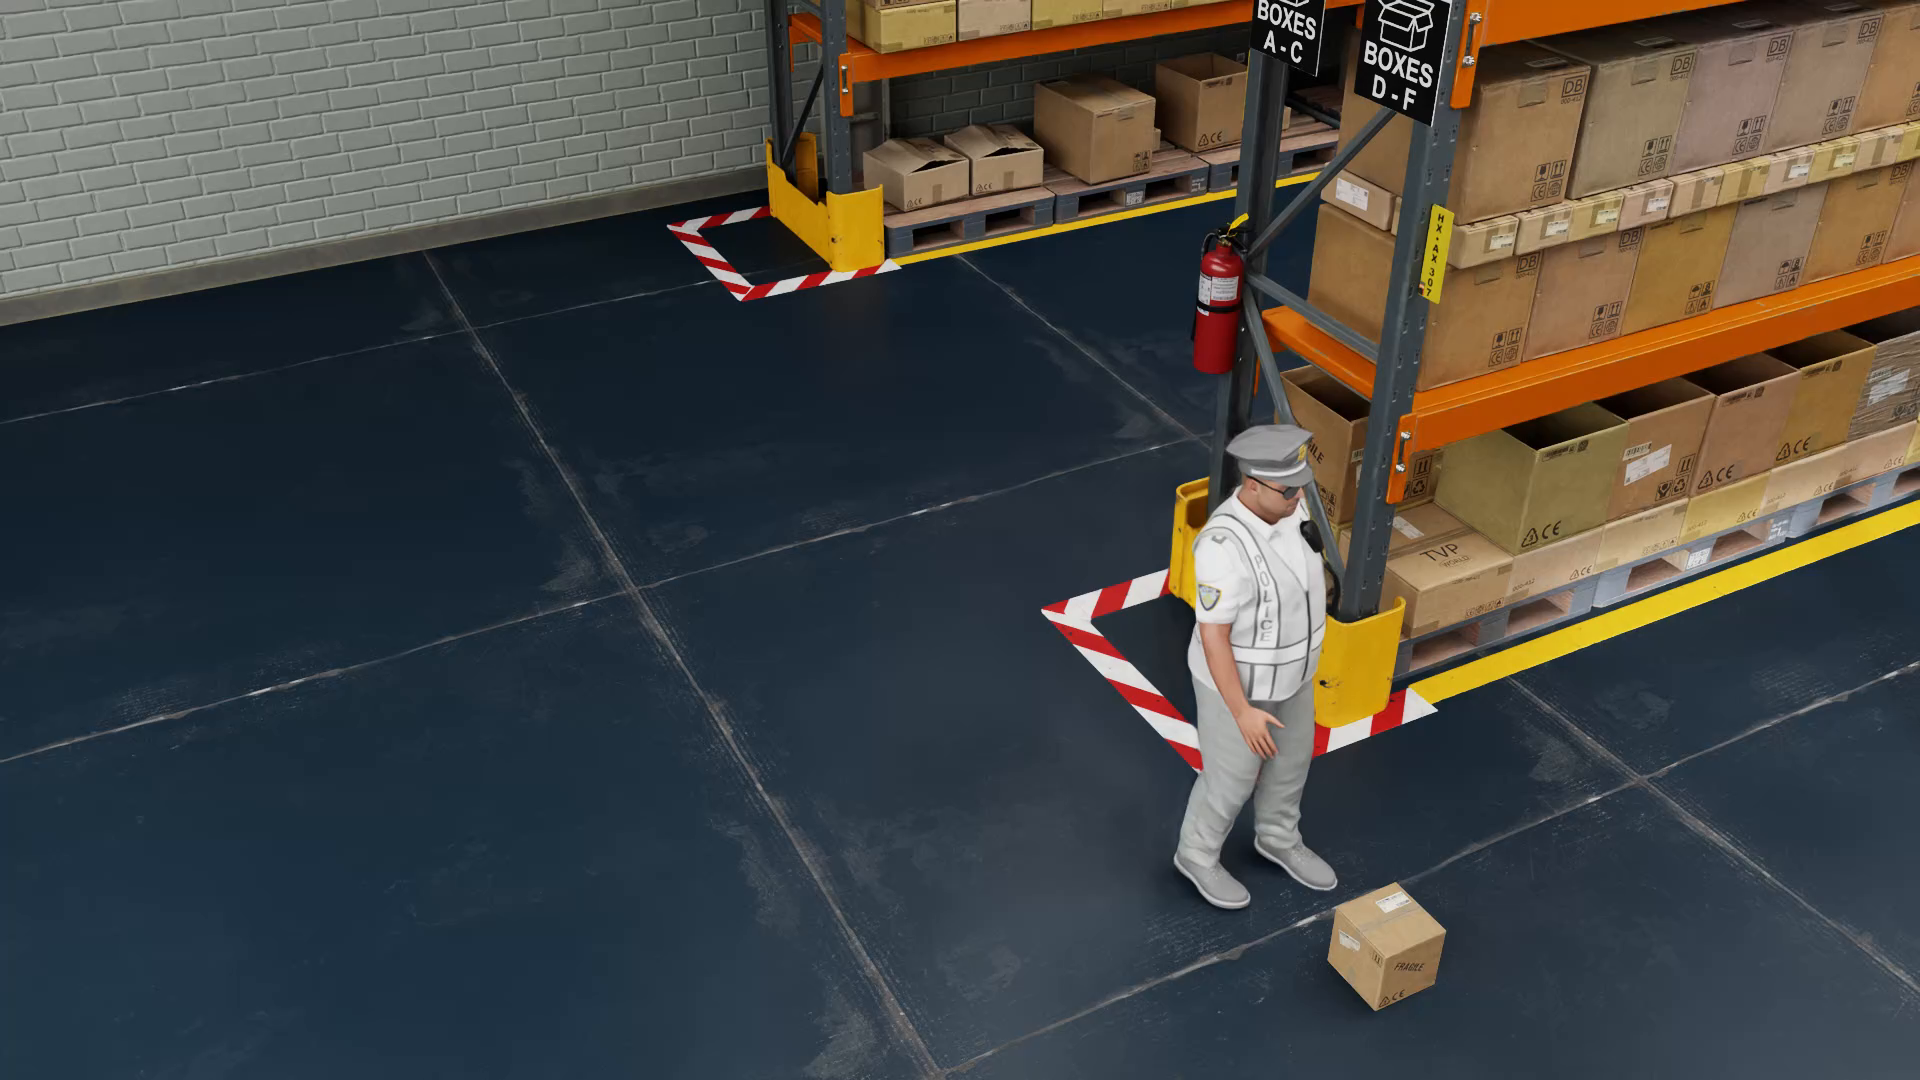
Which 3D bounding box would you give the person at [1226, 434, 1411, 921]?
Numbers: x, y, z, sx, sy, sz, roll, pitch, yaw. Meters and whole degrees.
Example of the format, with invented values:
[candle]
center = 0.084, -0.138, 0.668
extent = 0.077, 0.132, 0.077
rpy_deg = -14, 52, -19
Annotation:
[person]
center = 1.173, 0.444, 5.418
extent = 0.529, 1.770, 0.394
rpy_deg = -15, 36, -22
